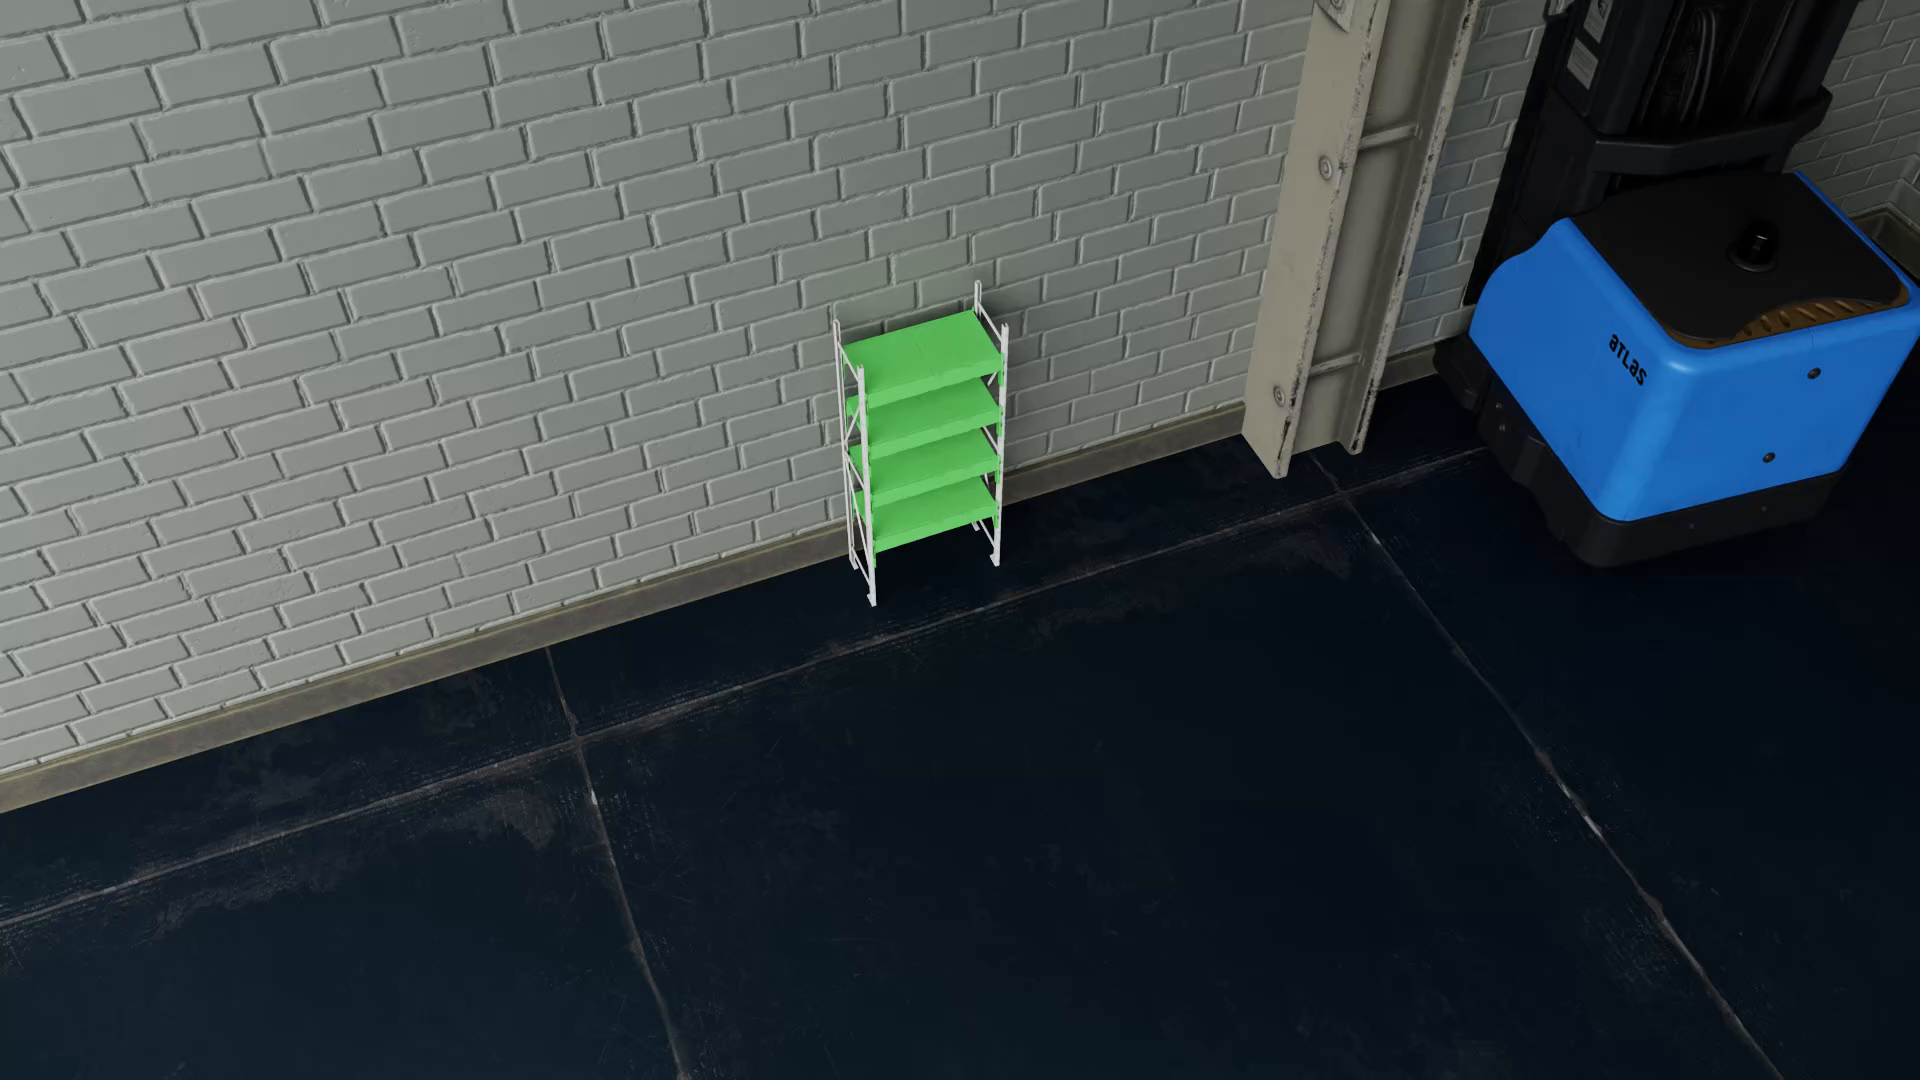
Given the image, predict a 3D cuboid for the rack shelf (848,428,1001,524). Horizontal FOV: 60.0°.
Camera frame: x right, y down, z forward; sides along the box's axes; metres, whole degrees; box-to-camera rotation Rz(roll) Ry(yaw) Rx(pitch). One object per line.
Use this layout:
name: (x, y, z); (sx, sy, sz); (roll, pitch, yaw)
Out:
rack shelf: (-0.129, -0.260, 5.763); (0.480, 0.148, 0.258); (-18, 53, -15)

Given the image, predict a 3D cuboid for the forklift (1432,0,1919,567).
forklift: (2.357, -2.002, 6.037); (1.130, 2.935, 3.031); (-13, 51, -11)

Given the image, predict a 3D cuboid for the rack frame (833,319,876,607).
rack frame: (-0.353, -0.229, 5.652); (0.015, 1.200, 0.240); (-18, 53, -15)

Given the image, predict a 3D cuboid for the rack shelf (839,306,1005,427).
rack shelf: (-0.125, -0.566, 5.394); (0.480, 0.148, 0.258); (-18, 53, -15)

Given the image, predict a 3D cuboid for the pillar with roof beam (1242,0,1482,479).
pillar with roof beam: (2.976, -0.309, 0.584); (0.400, 9.000, 9.100); (-17, 52, -14)

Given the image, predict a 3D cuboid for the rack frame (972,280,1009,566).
rack frame: (0.097, -0.372, 5.775); (0.015, 1.200, 0.240); (-18, 53, -15)

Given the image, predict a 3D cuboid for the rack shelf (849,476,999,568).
rack shelf: (-0.130, -0.107, 5.948); (0.480, 0.148, 0.258); (-18, 53, -15)

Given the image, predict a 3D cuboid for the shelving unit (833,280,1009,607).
shelving unit: (-0.128, -0.301, 5.714); (0.503, 1.200, 0.258); (-18, 53, -15)

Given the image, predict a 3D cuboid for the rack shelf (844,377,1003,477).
rack shelf: (-0.127, -0.413, 5.578); (0.480, 0.148, 0.258); (-18, 53, -15)
